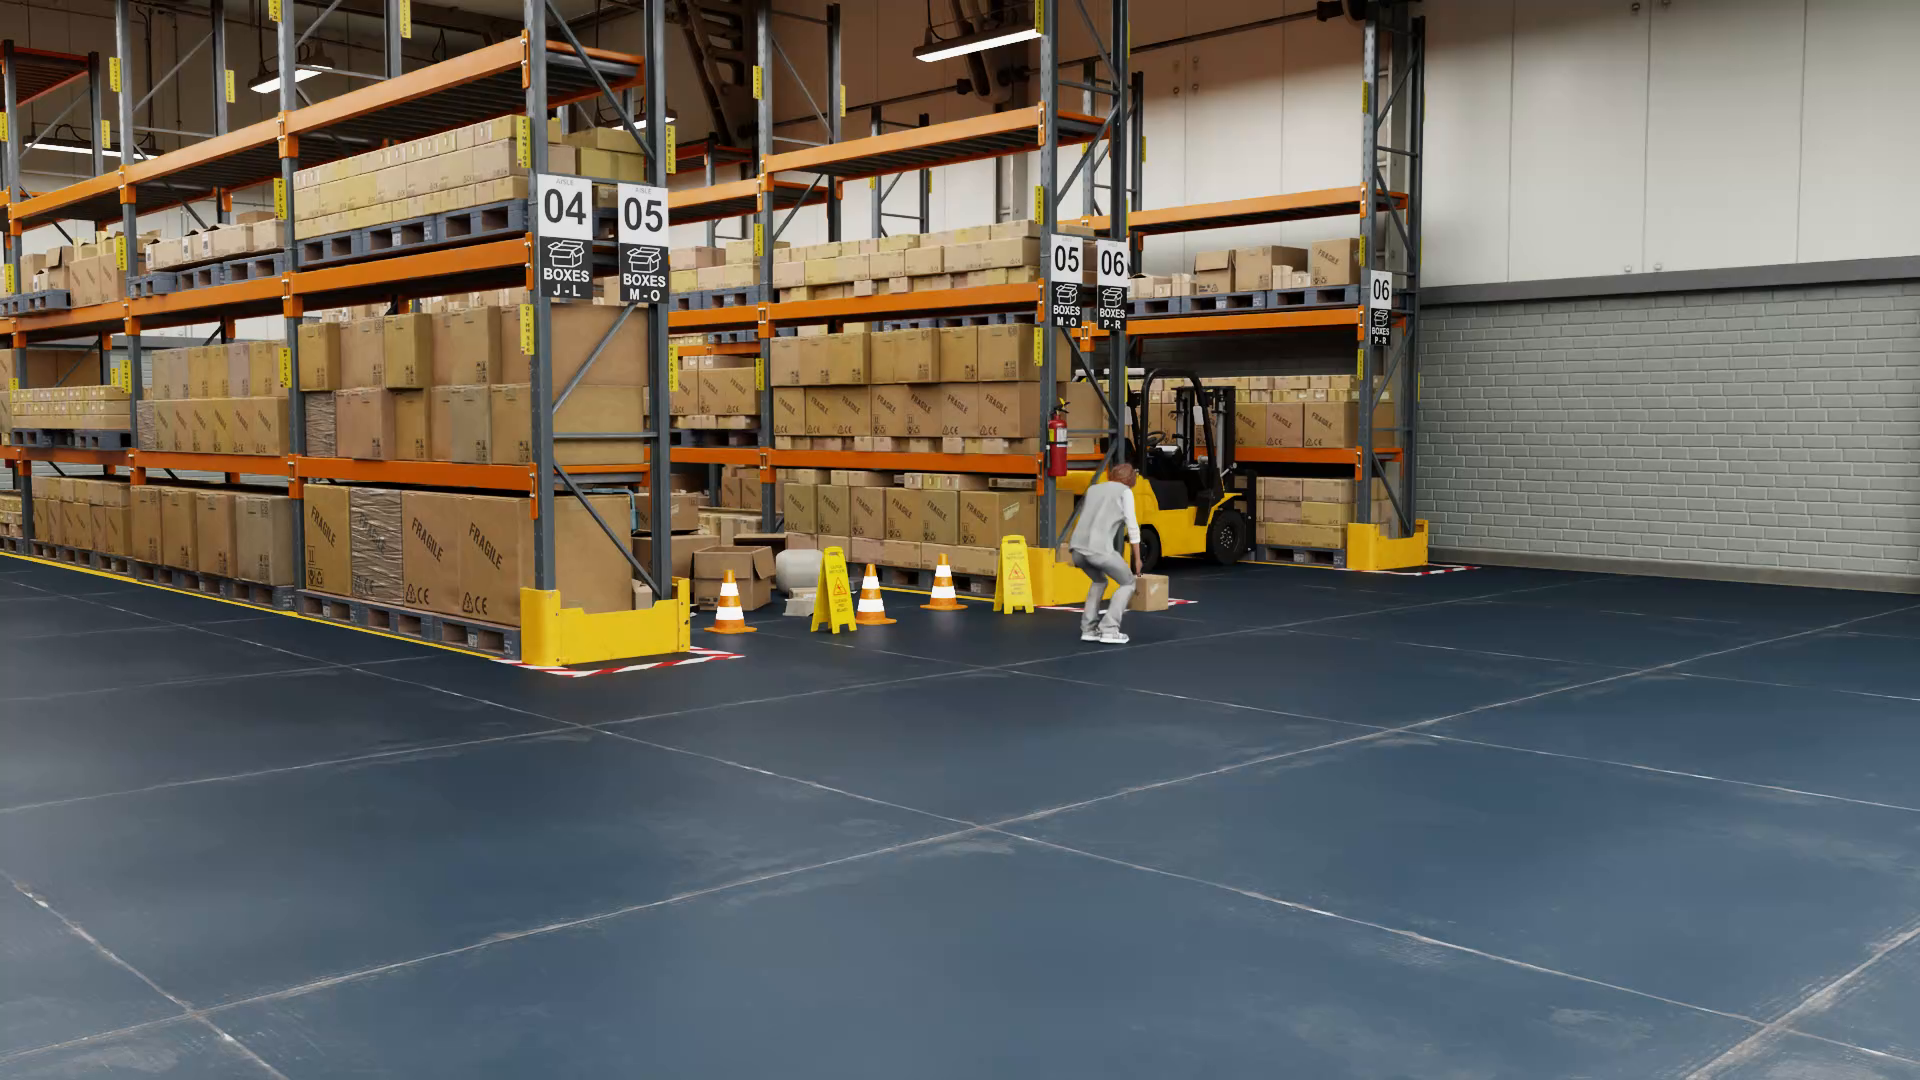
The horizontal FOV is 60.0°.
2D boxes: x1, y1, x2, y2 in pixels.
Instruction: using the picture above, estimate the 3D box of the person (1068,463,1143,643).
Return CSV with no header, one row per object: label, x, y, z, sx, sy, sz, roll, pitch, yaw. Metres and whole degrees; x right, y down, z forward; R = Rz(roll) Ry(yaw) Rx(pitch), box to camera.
person,1.048,0.101,12.105,0.656,1.284,0.463,-4,6,-44
